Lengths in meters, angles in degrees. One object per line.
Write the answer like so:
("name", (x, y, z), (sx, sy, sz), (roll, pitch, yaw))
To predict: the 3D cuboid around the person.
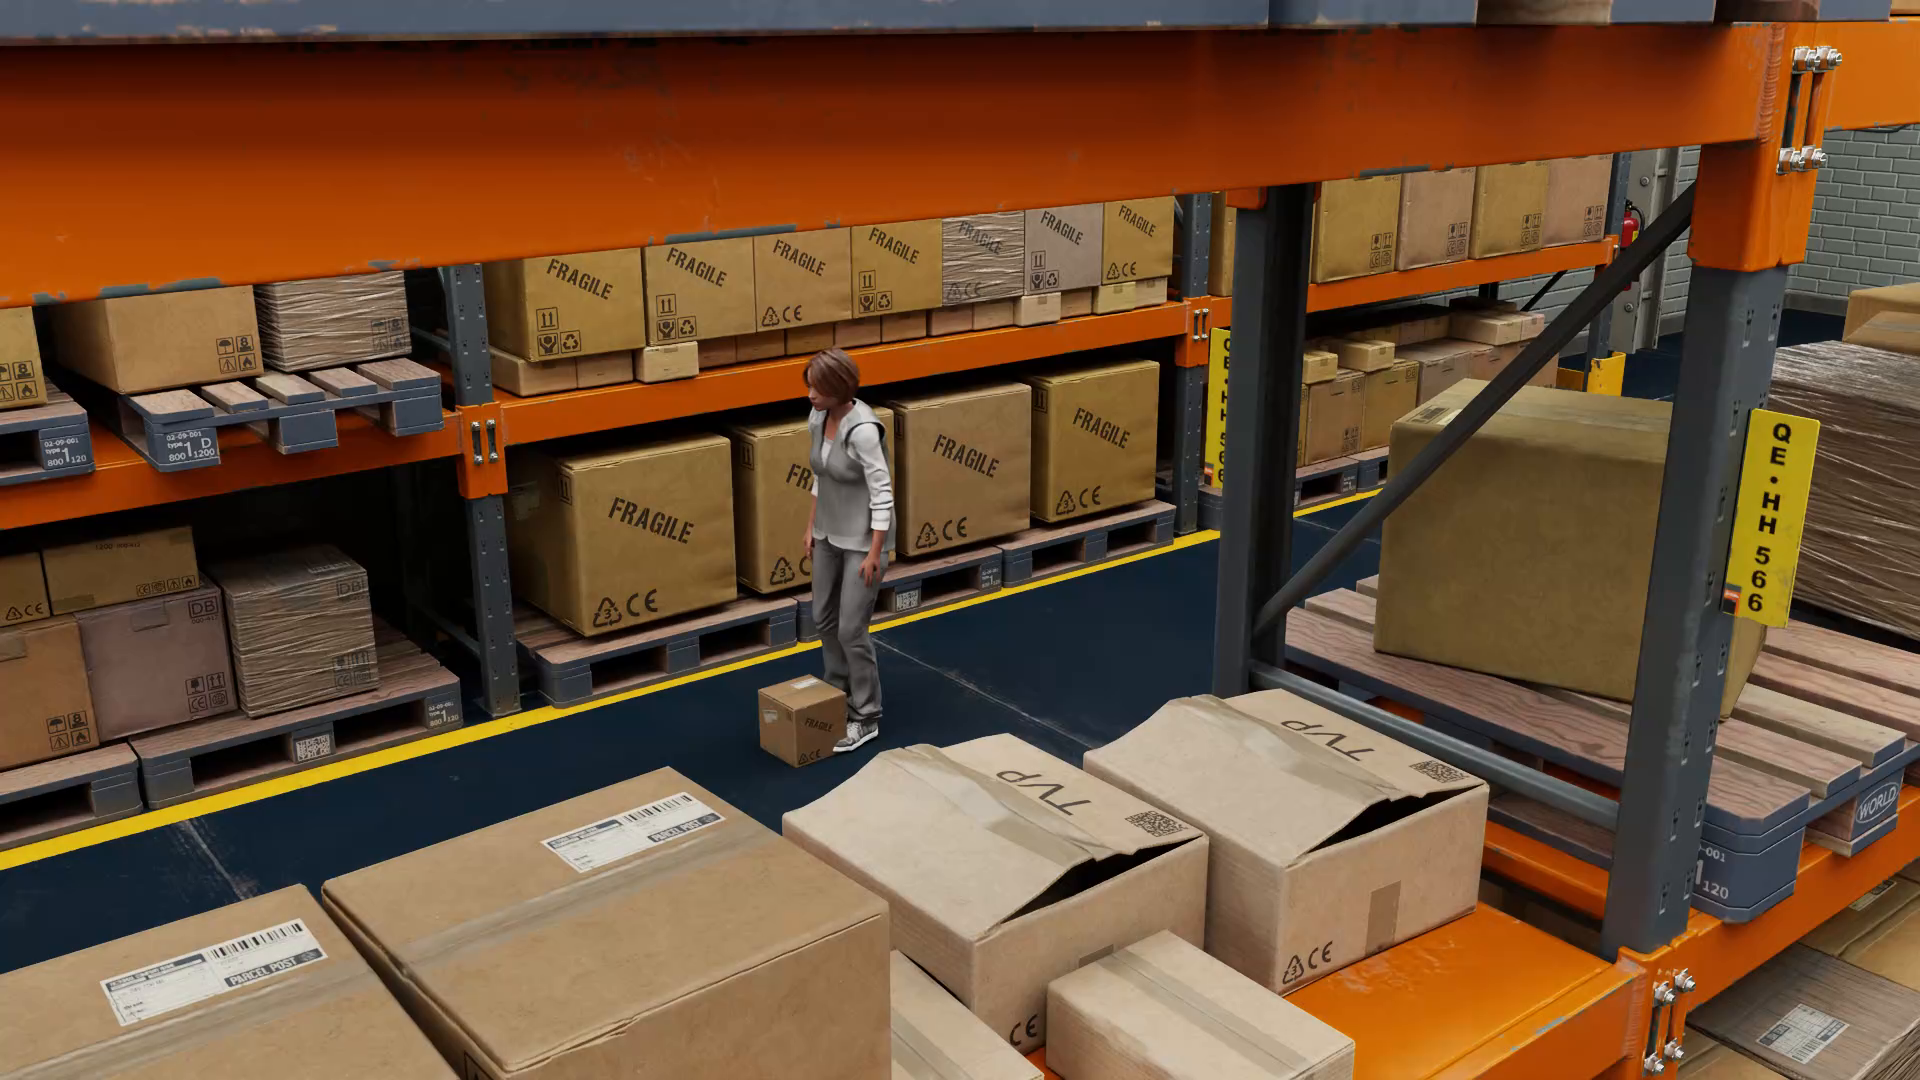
("person", (-0.447, 0.034, 6.487), (0.366, 1.581, 0.471), (-14, 23, -37))
